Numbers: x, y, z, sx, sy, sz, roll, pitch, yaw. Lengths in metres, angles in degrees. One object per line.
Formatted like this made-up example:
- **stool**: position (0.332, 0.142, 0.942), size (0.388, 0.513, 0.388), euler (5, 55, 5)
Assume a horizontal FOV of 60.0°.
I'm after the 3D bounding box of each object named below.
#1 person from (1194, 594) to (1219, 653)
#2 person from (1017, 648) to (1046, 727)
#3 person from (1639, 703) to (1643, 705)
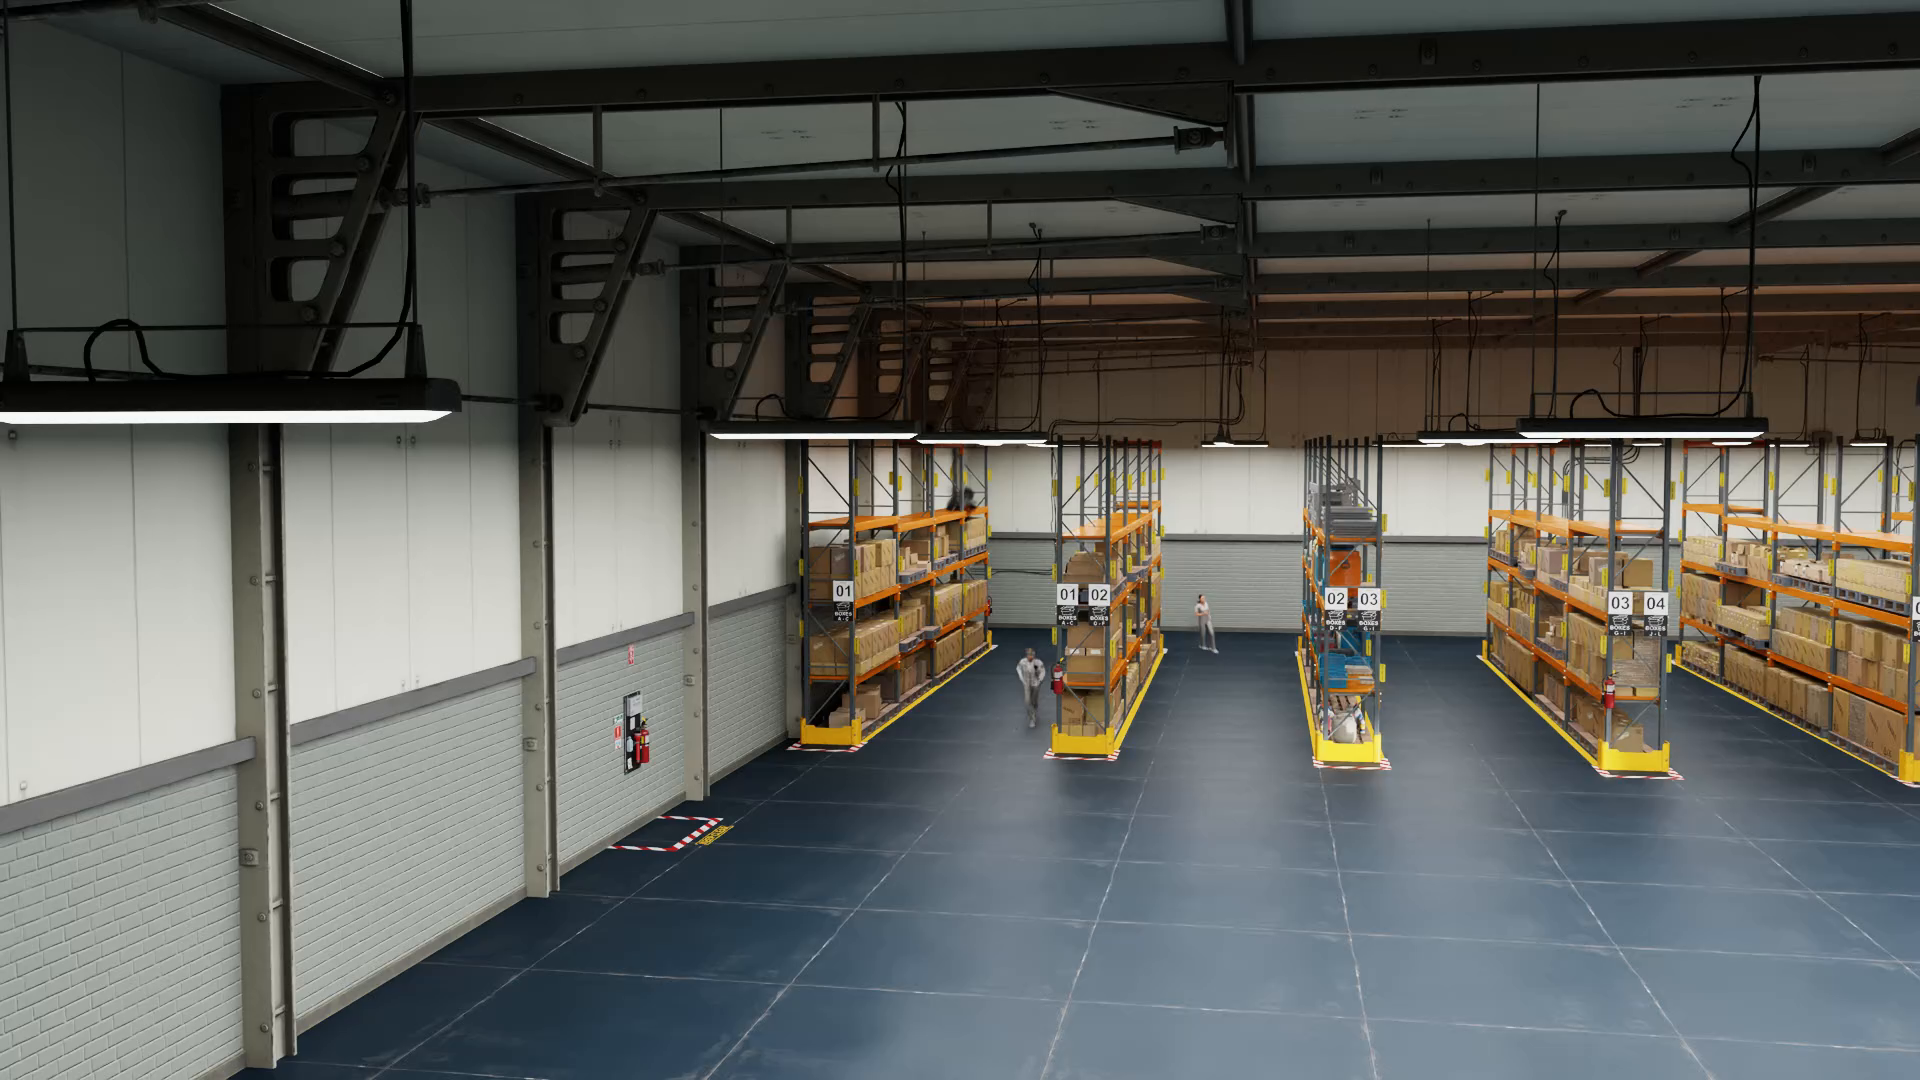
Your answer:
- **person**: position (6.885, 2.366, 47.119), size (0.653, 1.685, 0.784), euler (-1, 3, -21)
- **person**: position (1.501, 3.054, 34.798), size (0.621, 1.679, 0.832), euler (1, 3, 12)
- **person**: position (15.347, 2.864, 37.478), size (0.588, 1.674, 0.649), euler (1, 3, 10)
